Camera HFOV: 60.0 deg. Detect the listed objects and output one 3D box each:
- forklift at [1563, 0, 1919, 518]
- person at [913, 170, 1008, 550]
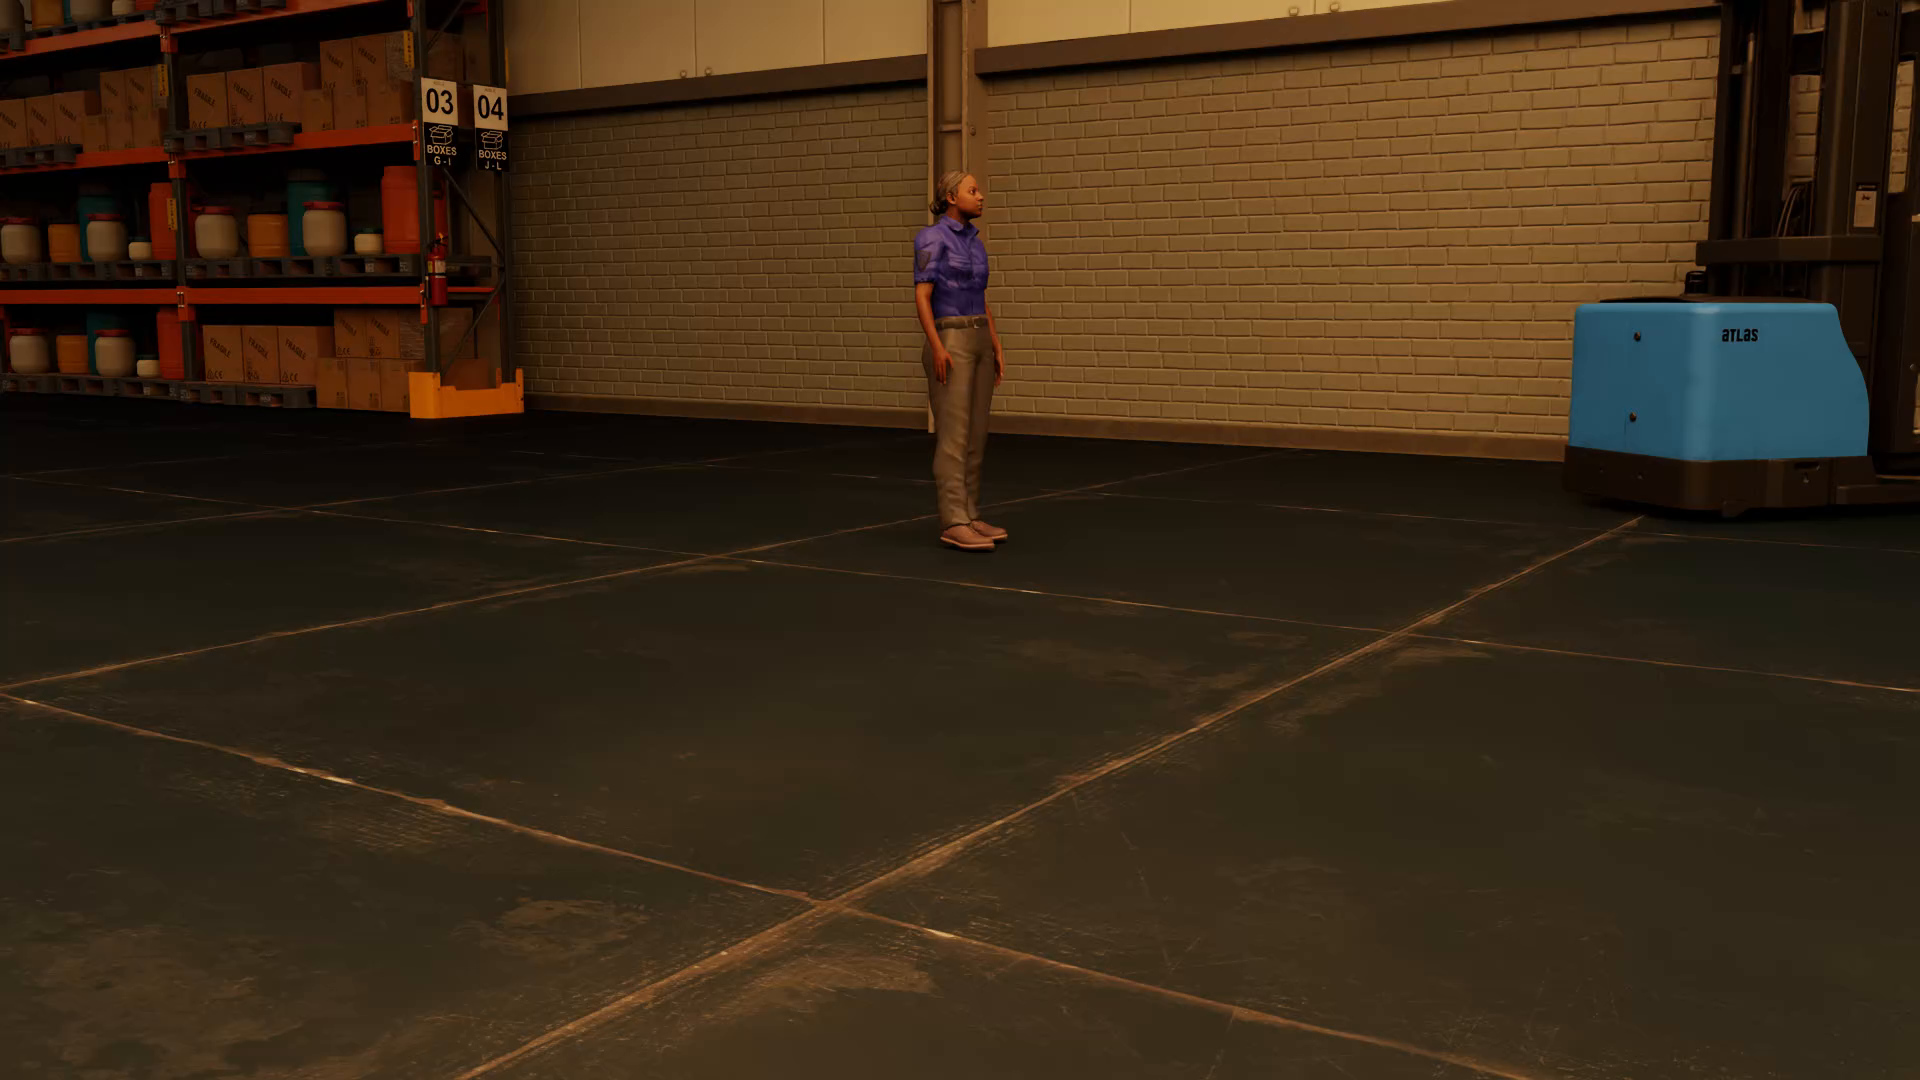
[{"bbox_3d":[4.843,-1.653,8.820,3.031,2.935,1.130,-3,8,-17],"label":"forklift"},{"bbox_3d":[0.062,-0.817,7.422,0.503,1.656,0.570,5,10,34],"label":"person"}]
